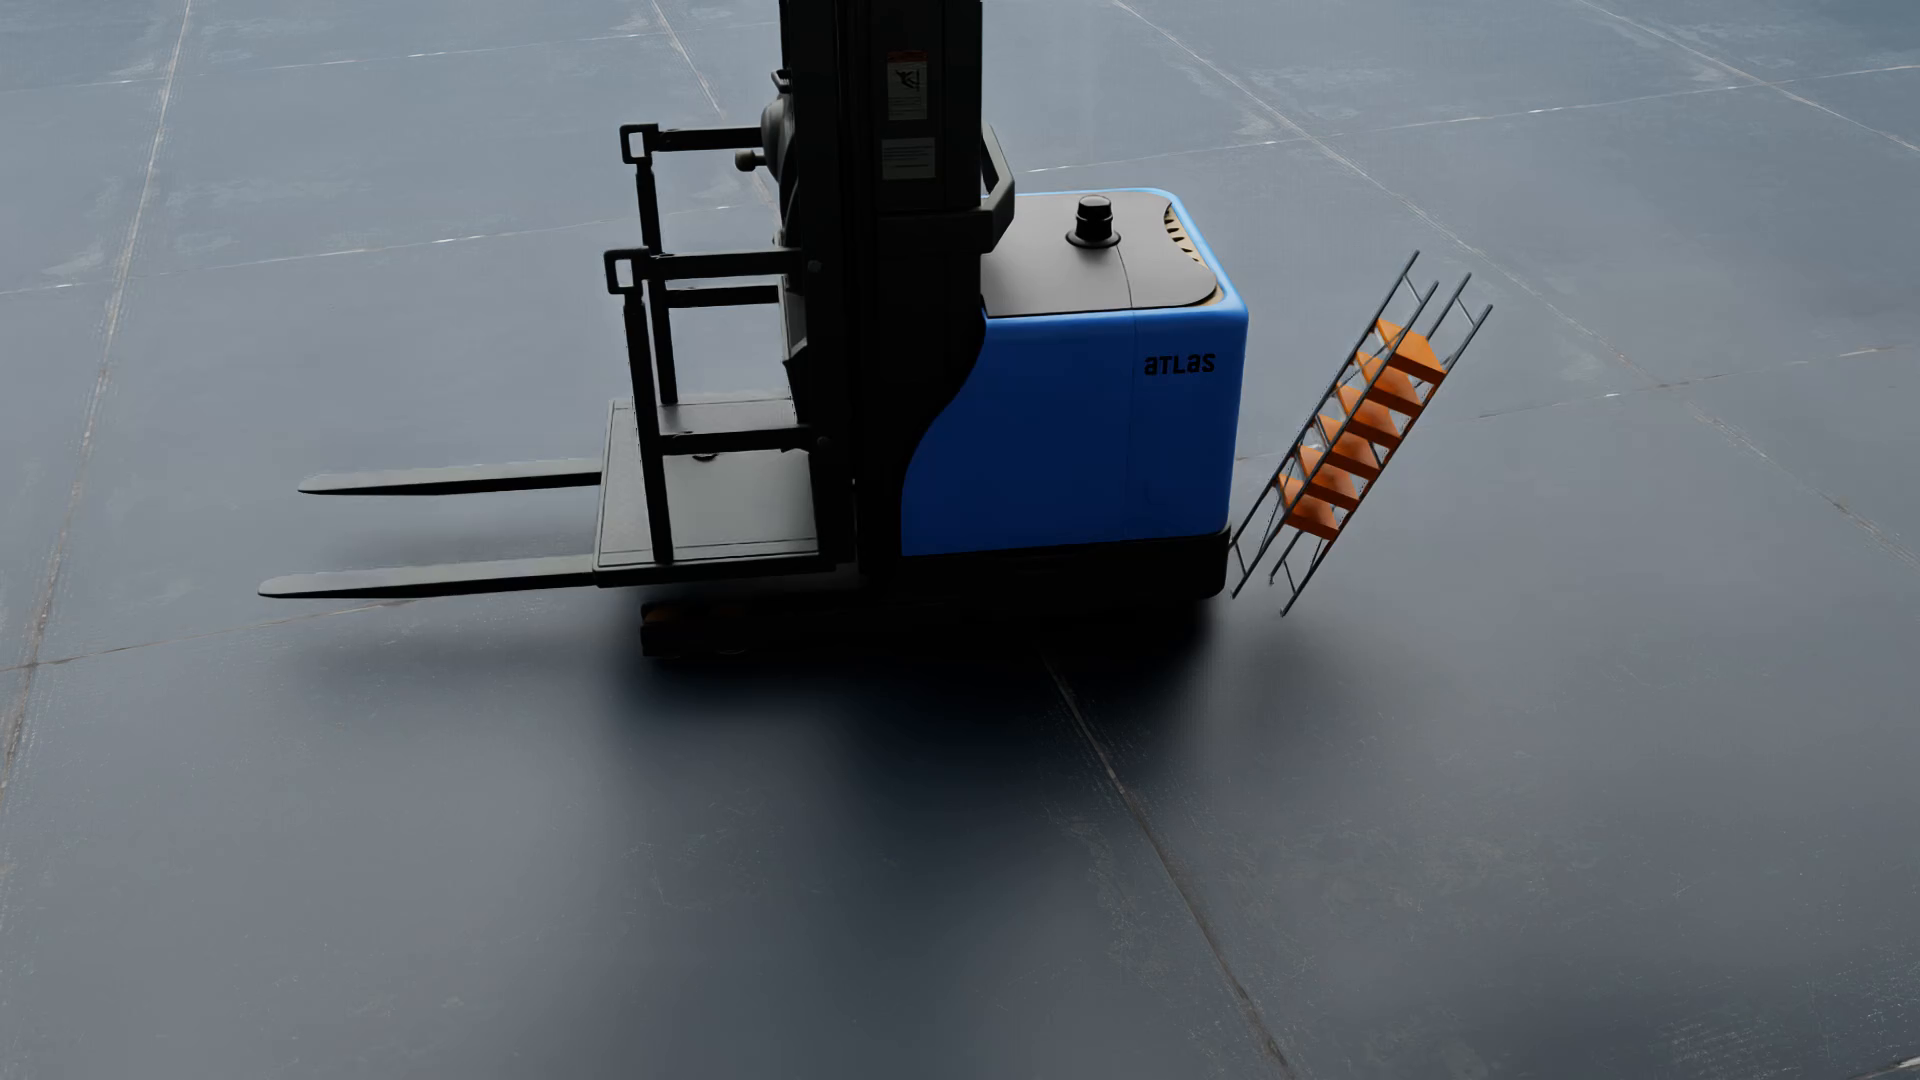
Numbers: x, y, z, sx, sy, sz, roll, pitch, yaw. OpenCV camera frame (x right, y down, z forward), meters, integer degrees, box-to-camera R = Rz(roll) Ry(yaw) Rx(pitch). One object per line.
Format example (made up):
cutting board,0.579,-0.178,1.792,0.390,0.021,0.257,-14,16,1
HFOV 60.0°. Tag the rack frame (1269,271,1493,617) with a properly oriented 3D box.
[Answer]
rack frame,1.284,-0.277,5.171,0.006,1.200,0.240,20,31,-14

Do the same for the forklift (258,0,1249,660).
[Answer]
forklift,-0.694,-1.159,4.846,3.031,2.935,1.130,-4,34,-6

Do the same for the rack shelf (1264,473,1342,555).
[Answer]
rack shelf,1.085,-0.089,5.290,0.180,0.103,0.258,20,31,-14

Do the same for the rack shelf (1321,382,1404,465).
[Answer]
rack shelf,1.231,-0.365,5.111,0.180,0.103,0.258,20,31,-14

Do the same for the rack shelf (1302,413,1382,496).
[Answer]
rack shelf,1.182,-0.273,5.171,0.180,0.103,0.258,20,31,-14

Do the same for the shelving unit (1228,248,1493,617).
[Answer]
shelving unit,1.200,-0.307,5.149,0.189,1.200,0.258,20,31,-14

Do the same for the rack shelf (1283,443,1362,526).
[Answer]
rack shelf,1.133,-0.181,5.231,0.180,0.103,0.258,20,31,-14

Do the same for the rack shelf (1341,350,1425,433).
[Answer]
rack shelf,1.279,-0.457,5.051,0.180,0.103,0.258,20,31,-14

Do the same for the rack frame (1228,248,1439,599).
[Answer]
rack frame,1.116,-0.337,5.127,0.006,1.200,0.240,20,31,-14

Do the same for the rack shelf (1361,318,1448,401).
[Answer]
rack shelf,1.328,-0.549,4.992,0.180,0.103,0.258,20,31,-14
